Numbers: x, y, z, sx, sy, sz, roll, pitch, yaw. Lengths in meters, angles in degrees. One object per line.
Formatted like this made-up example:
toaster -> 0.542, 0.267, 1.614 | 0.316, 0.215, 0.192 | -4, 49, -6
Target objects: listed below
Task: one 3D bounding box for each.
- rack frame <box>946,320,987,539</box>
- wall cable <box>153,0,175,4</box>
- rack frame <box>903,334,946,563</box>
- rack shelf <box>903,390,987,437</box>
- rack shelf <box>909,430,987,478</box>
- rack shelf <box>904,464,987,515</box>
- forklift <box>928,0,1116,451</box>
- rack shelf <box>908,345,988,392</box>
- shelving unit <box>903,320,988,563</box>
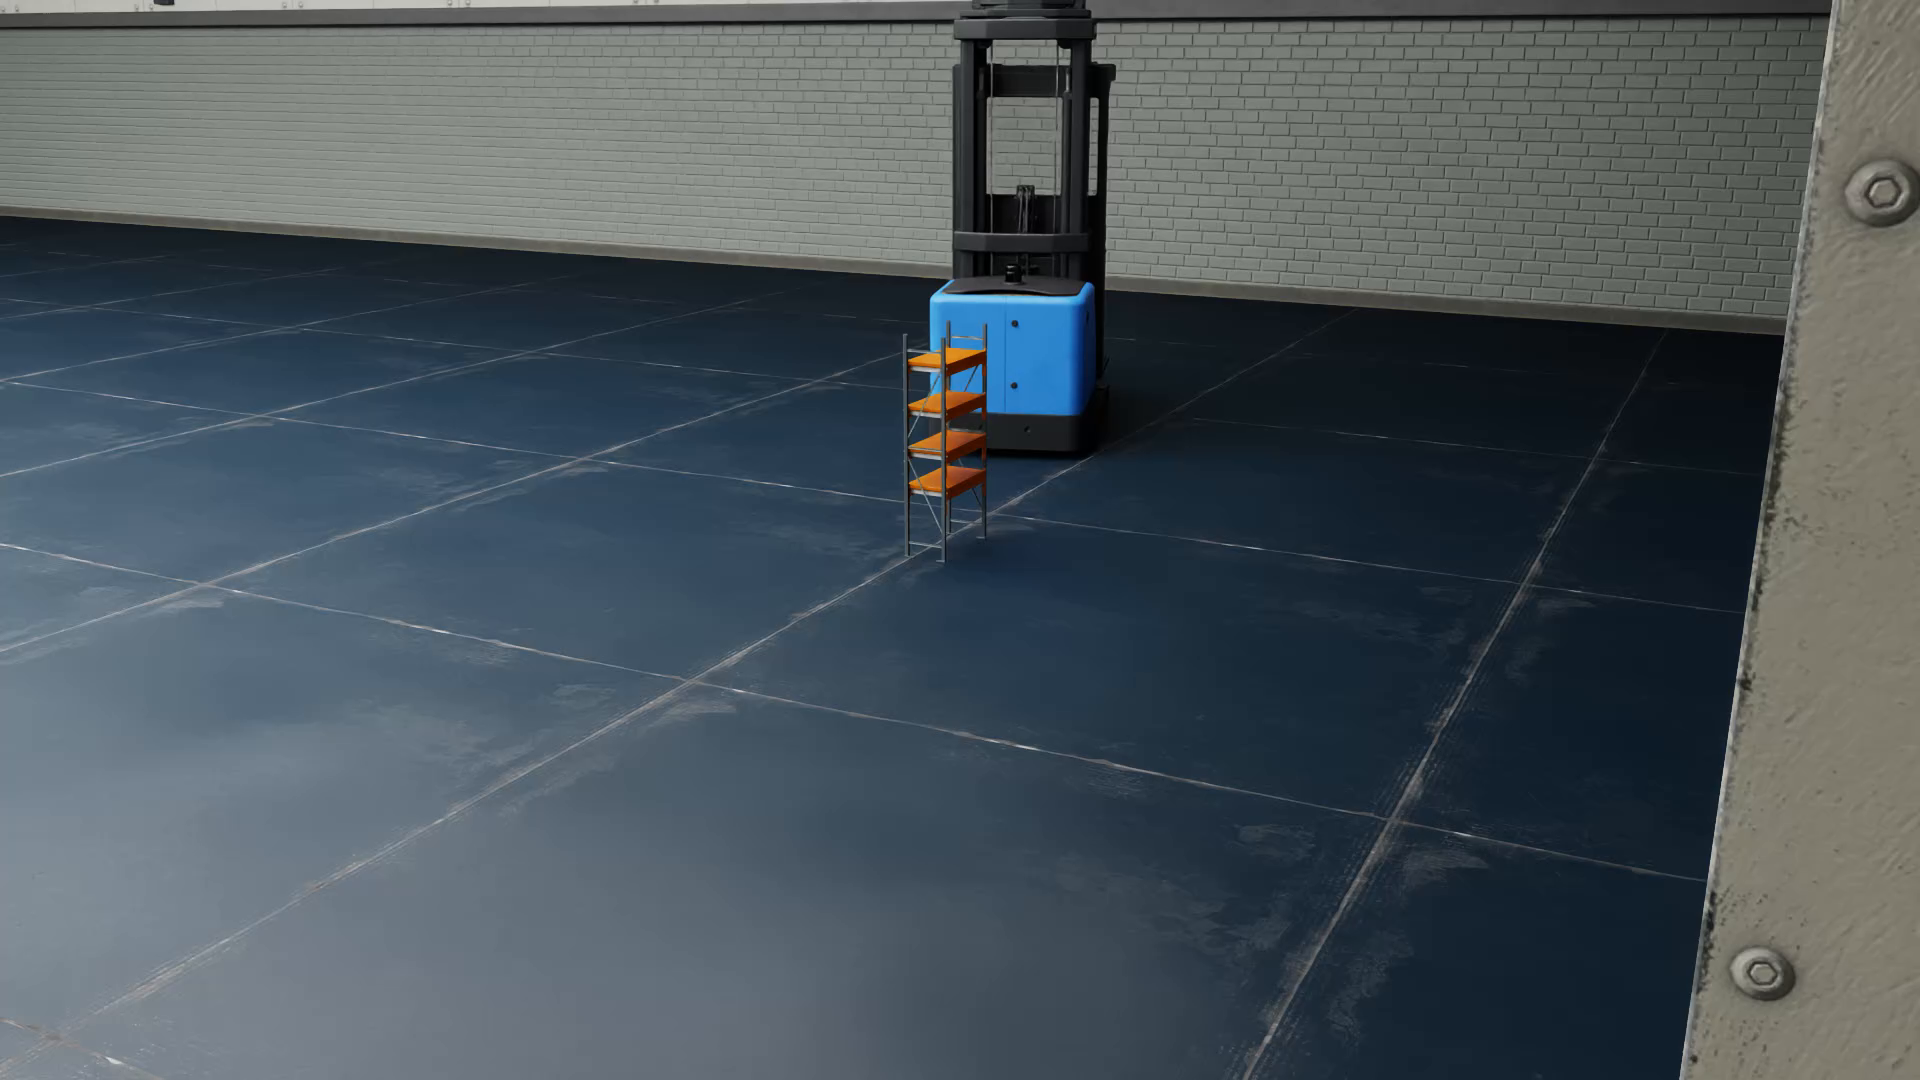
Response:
rack frame -> 0.035, -0.595, 9.099 | 0.240, 1.200, 0.015 | 8, 18, 25
wall cable -> -10.593, -10.475, 22.691 | 2.305, 6.003, 0.169 | 8, 18, 25
rack frame -> -0.183, -0.471, 8.680 | 0.240, 1.200, 0.015 | 8, 18, 25
rack shelf -> -0.074, -0.683, 8.845 | 0.258, 0.148, 0.480 | 8, 18, 25
rack shelf -> -0.074, -0.469, 8.909 | 0.258, 0.148, 0.480 | 8, 18, 25
rack shelf -> -0.074, -0.278, 8.965 | 0.258, 0.148, 0.480 | 8, 18, 25
forklift -> 0.527, -2.361, 12.002 | 1.130, 2.935, 3.031 | 3, 17, 9
rack shelf -> -0.074, -0.910, 8.778 | 0.258, 0.148, 0.480 | 8, 18, 25
shelving unit -> -0.074, -0.533, 8.889 | 0.258, 1.200, 0.503 | 8, 18, 25
